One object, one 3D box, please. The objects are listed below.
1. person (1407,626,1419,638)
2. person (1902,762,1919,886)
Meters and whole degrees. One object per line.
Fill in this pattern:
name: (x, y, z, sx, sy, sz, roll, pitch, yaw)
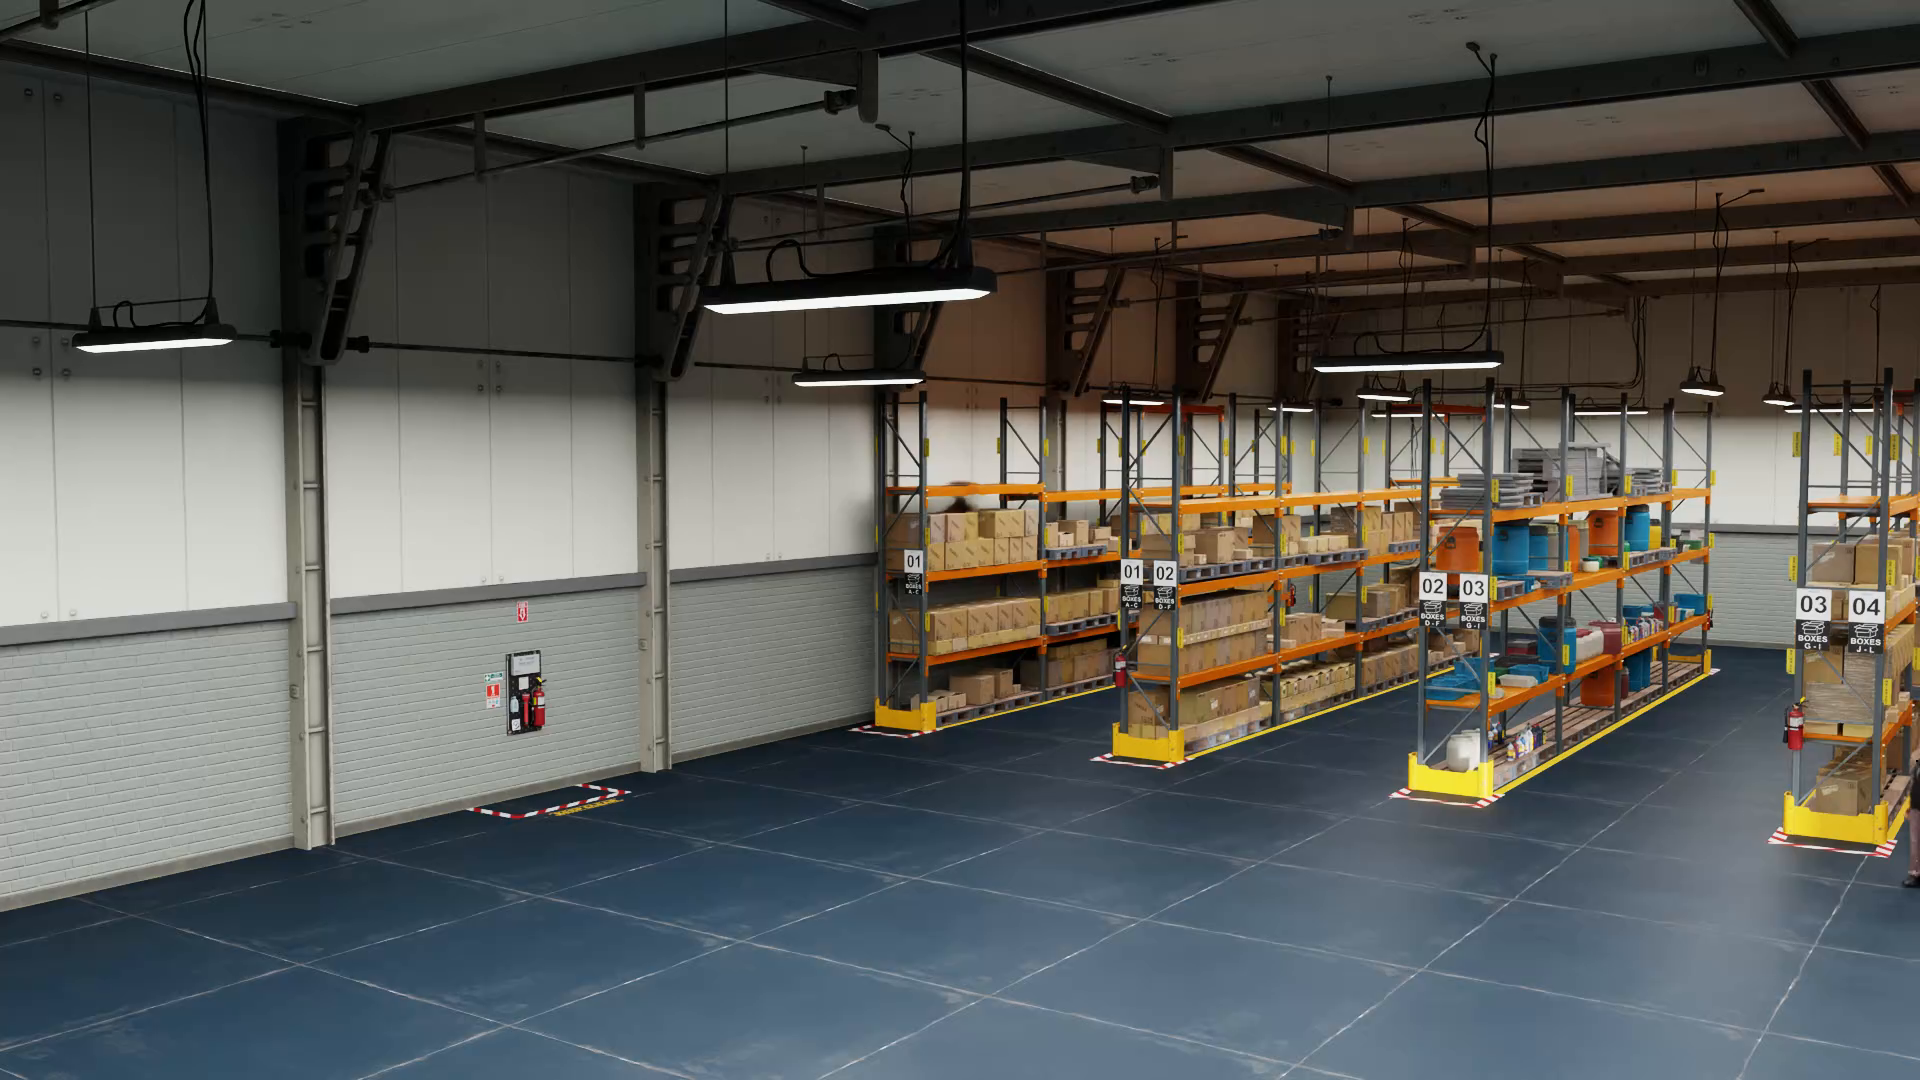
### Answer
person: (11.354, 1.821, 41.305, 0.567, 1.802, 0.522, -1, 3, -18)
person: (10.967, 3.086, 18.823, 0.406, 1.727, 0.580, -1, 3, -18)
